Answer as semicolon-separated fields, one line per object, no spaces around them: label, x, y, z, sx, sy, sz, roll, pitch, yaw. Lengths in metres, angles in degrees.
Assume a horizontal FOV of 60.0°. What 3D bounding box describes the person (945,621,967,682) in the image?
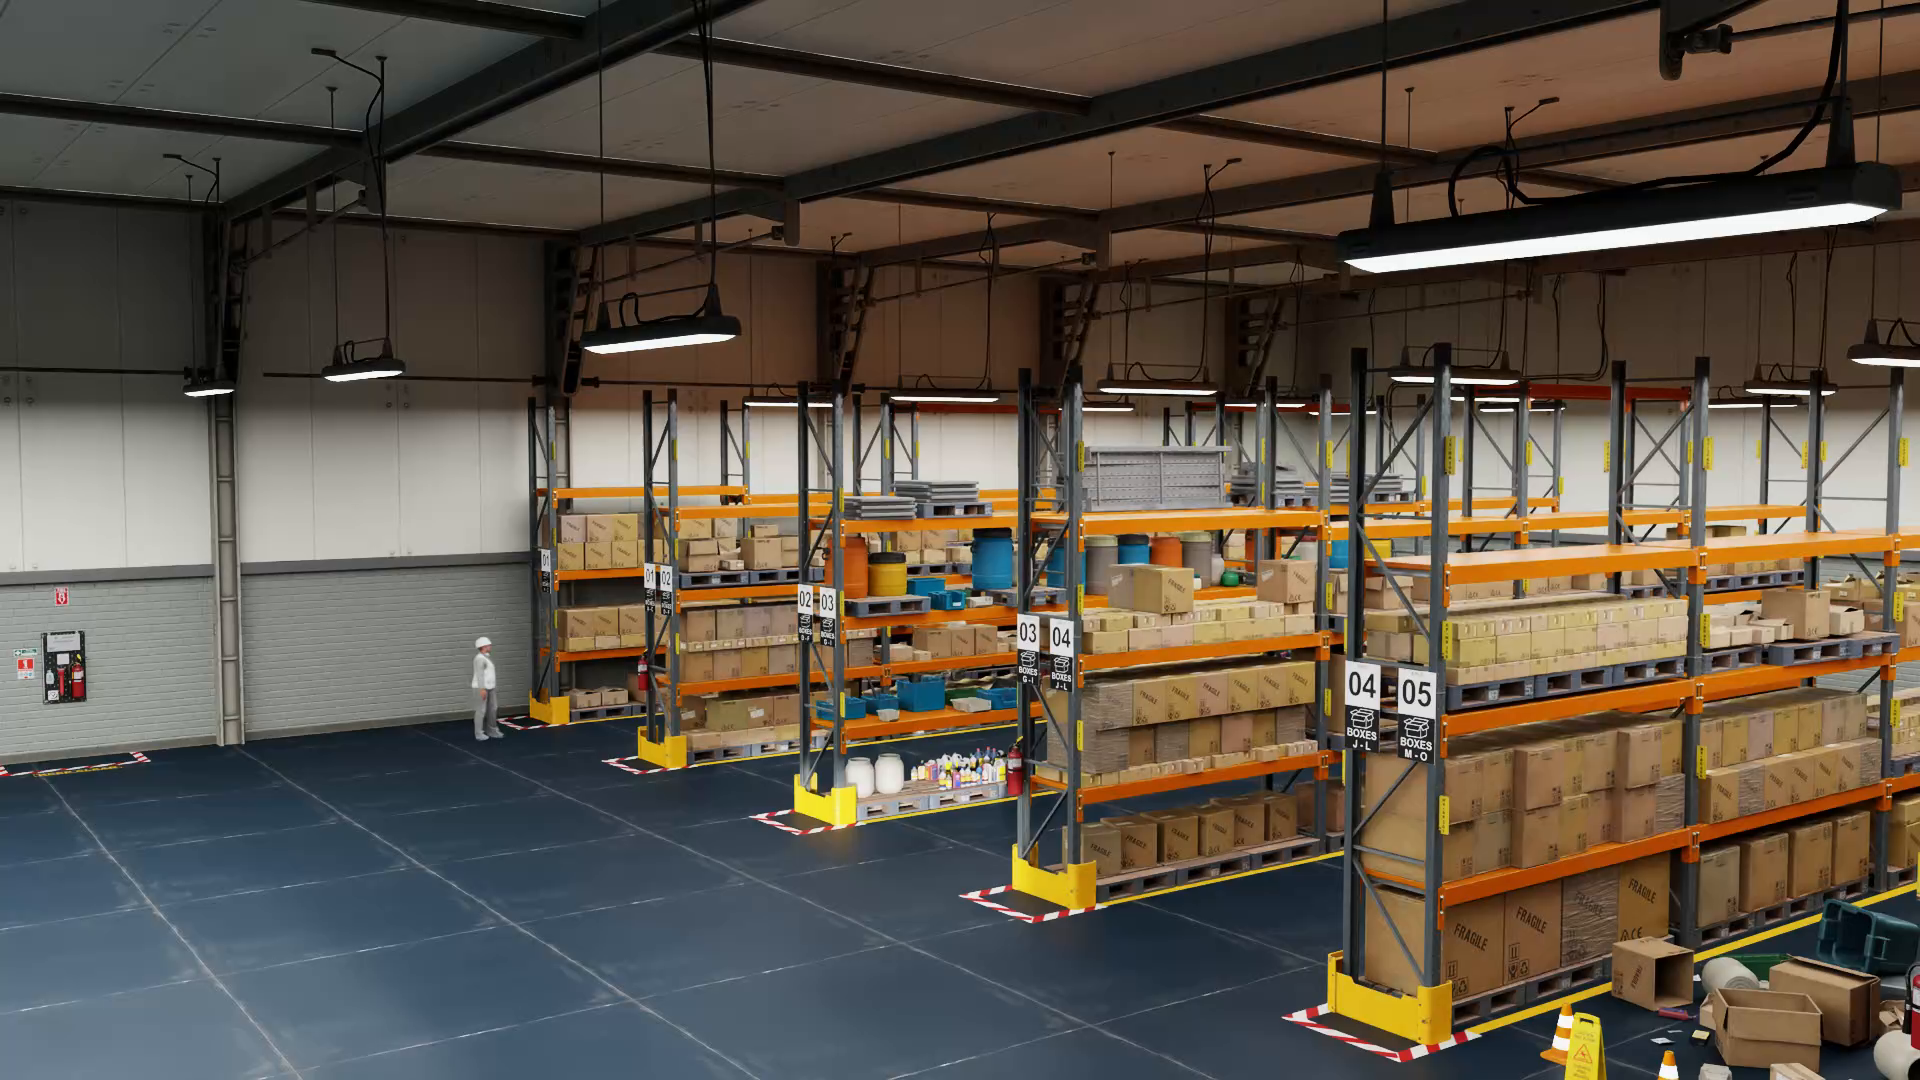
person;-0.048;2.130;32.920;0.462;1.653;0.487;0;3;0

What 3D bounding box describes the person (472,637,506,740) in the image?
person;-8.227;2.589;28.898;0.470;1.795;0.617;0;3;6
